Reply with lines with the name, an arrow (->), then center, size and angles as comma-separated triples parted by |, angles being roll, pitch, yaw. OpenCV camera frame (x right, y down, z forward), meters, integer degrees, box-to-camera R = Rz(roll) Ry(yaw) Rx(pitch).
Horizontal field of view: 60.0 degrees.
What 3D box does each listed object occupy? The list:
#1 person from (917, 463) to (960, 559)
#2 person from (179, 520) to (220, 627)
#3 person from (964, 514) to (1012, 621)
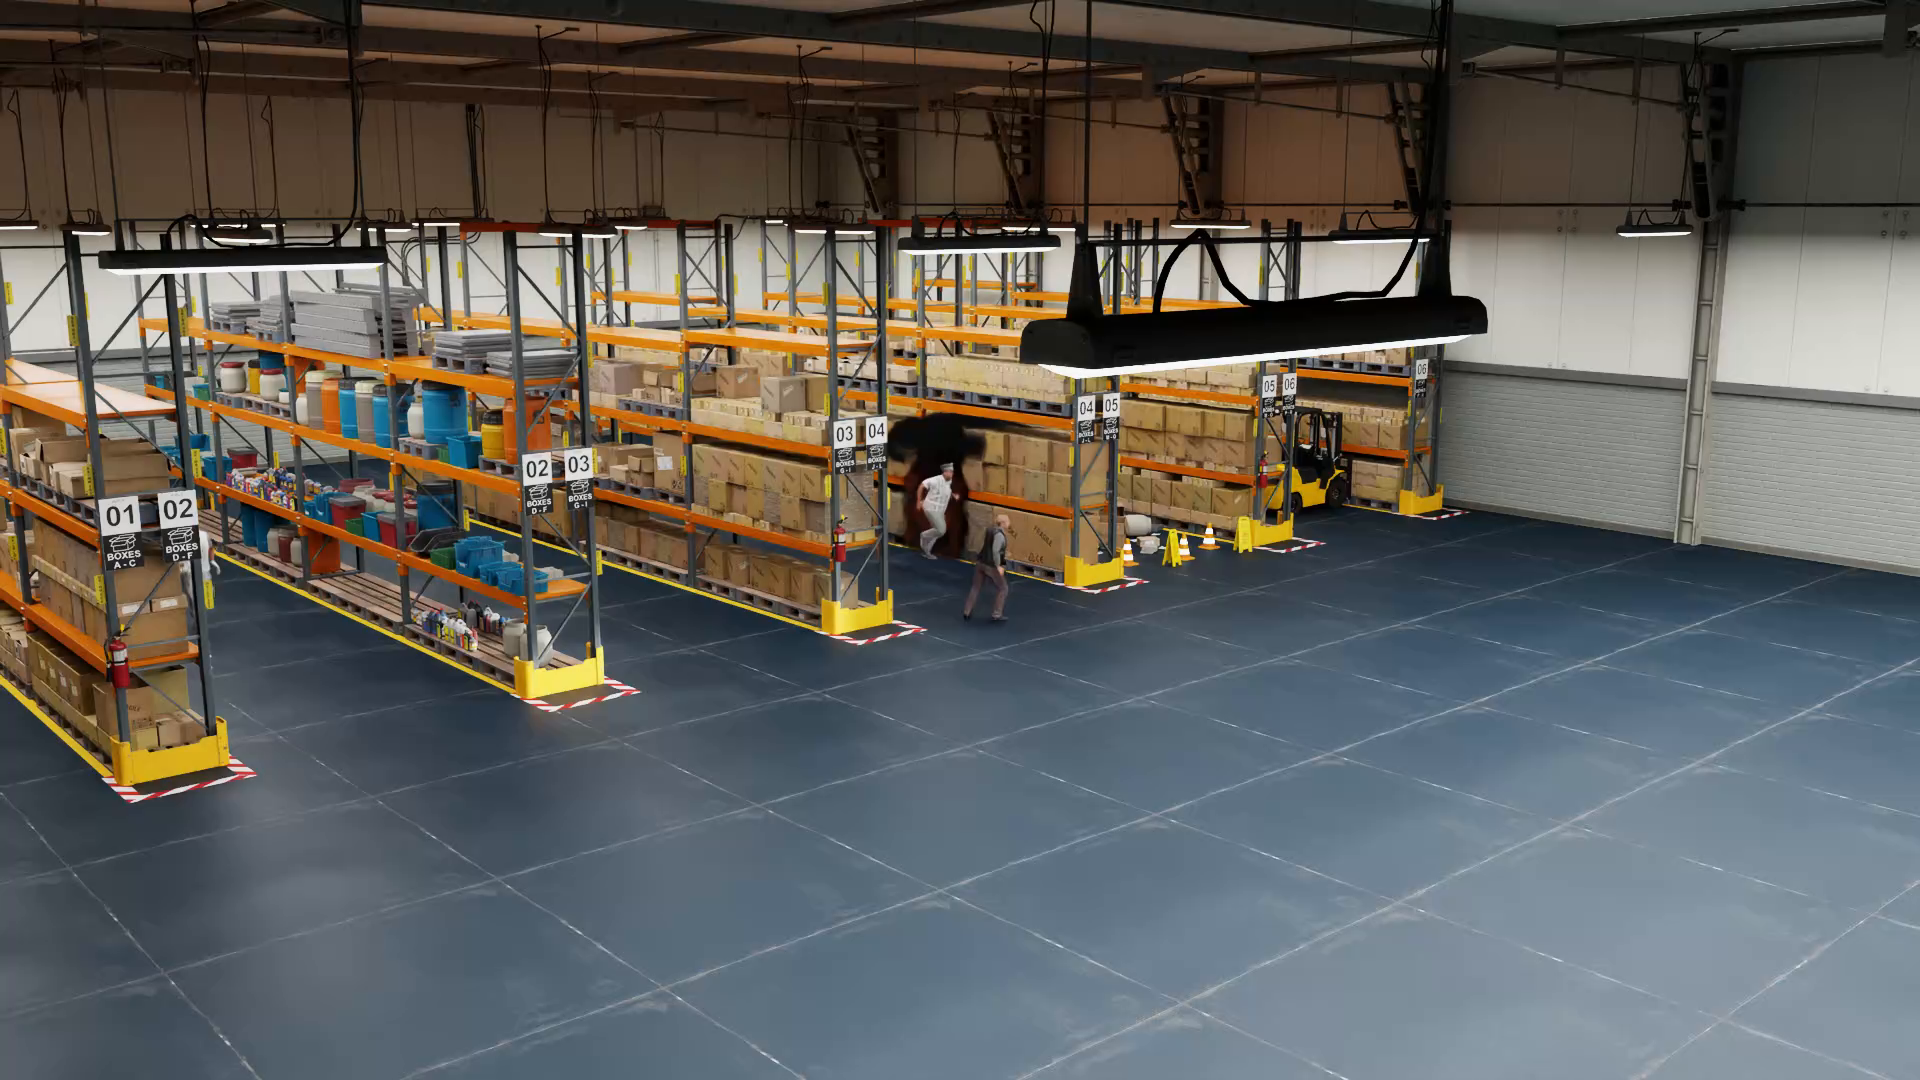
person -> -0.356, -0.495, 28.635 | 0.740, 1.701, 0.662 | 7, 13, 30
person -> -11.557, 0.474, 25.162 | 0.679, 1.723, 0.648 | -10, 15, -41
person -> 0.491, 0.413, 25.678 | 0.834, 1.664, 0.706 | -8, 14, -36
